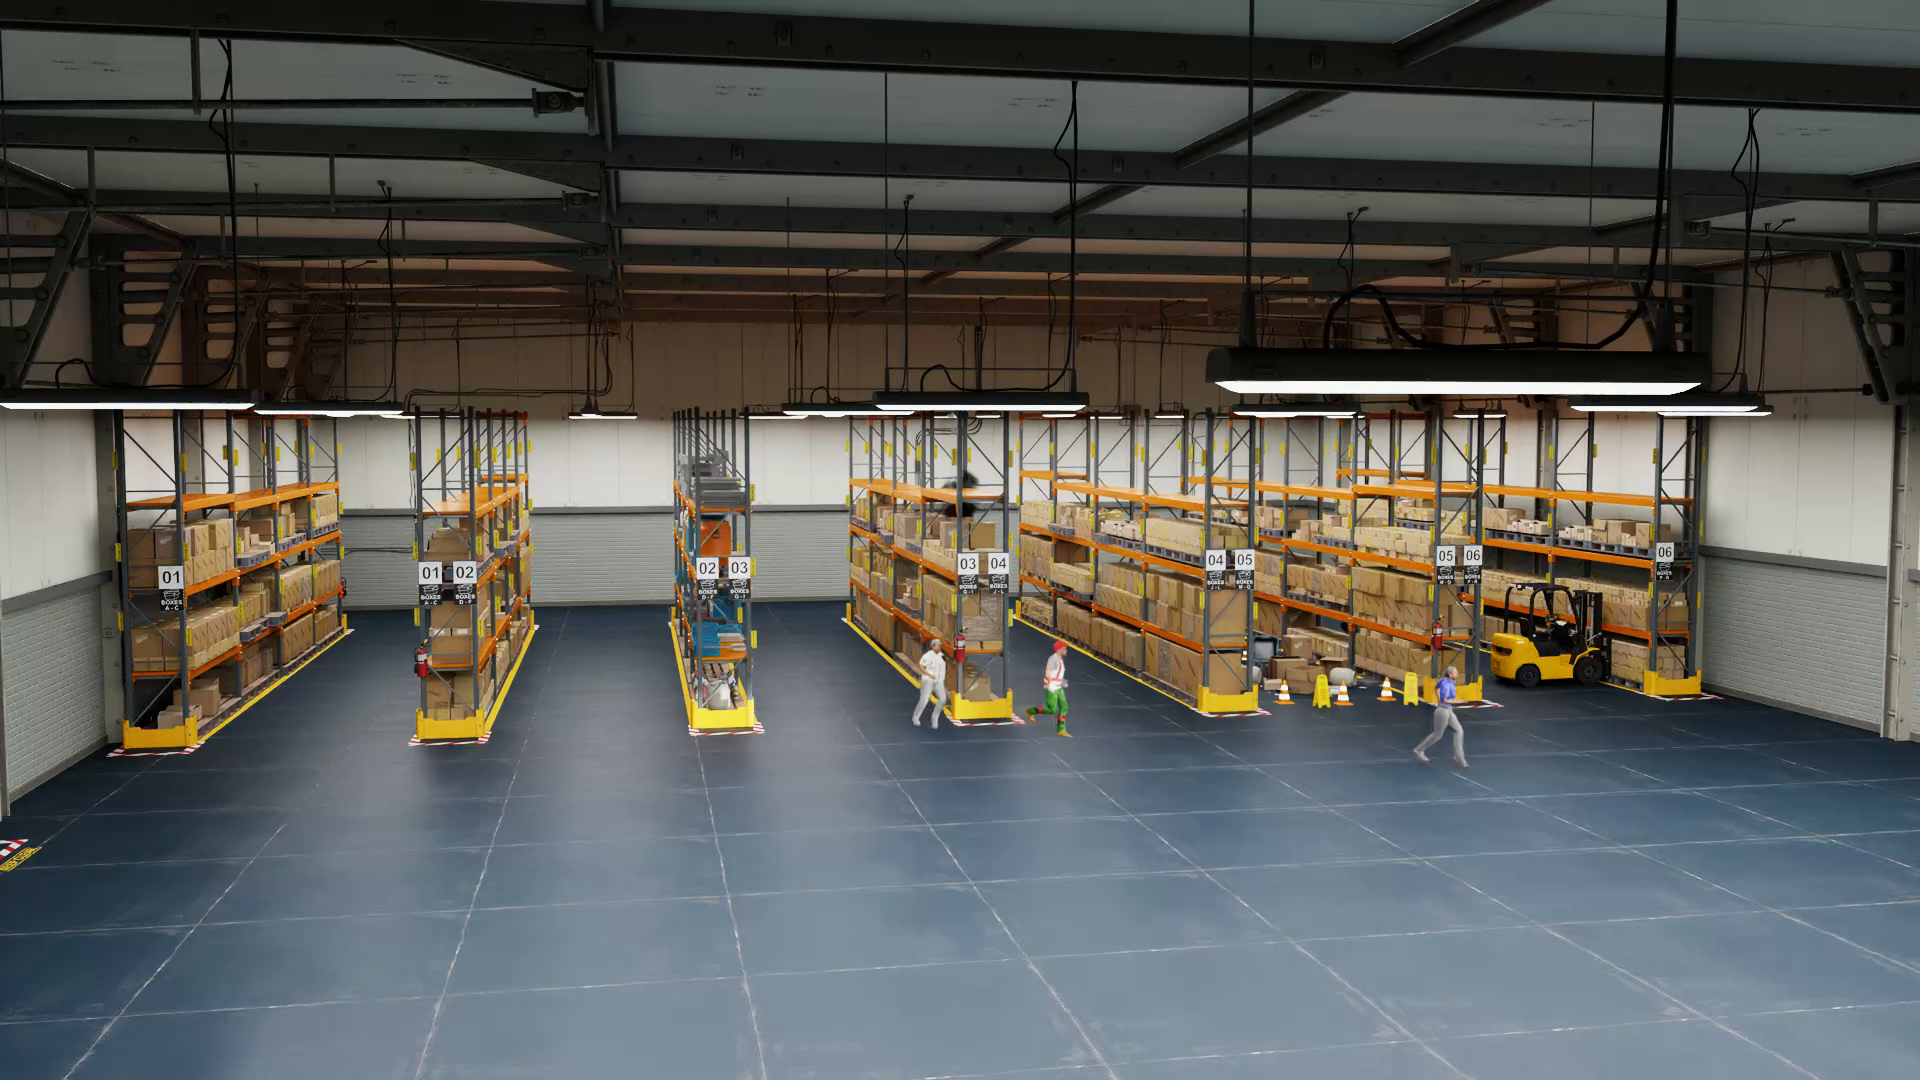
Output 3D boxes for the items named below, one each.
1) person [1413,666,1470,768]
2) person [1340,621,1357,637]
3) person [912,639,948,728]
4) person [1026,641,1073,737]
[{"bbox_3d":[8.044,2.934,27.740,0.920,1.693,0.600,2,4,25],"label":"person"},{"bbox_3d":[10.044,1.875,42.793,0.593,1.602,0.546,-1,4,-18],"label":"person"},{"bbox_3d":[-0.503,2.696,31.309,0.682,1.678,0.676,-3,5,-34],"label":"person"},{"bbox_3d":[1.648,2.711,30.373,0.895,1.759,0.662,2,4,22],"label":"person"}]
